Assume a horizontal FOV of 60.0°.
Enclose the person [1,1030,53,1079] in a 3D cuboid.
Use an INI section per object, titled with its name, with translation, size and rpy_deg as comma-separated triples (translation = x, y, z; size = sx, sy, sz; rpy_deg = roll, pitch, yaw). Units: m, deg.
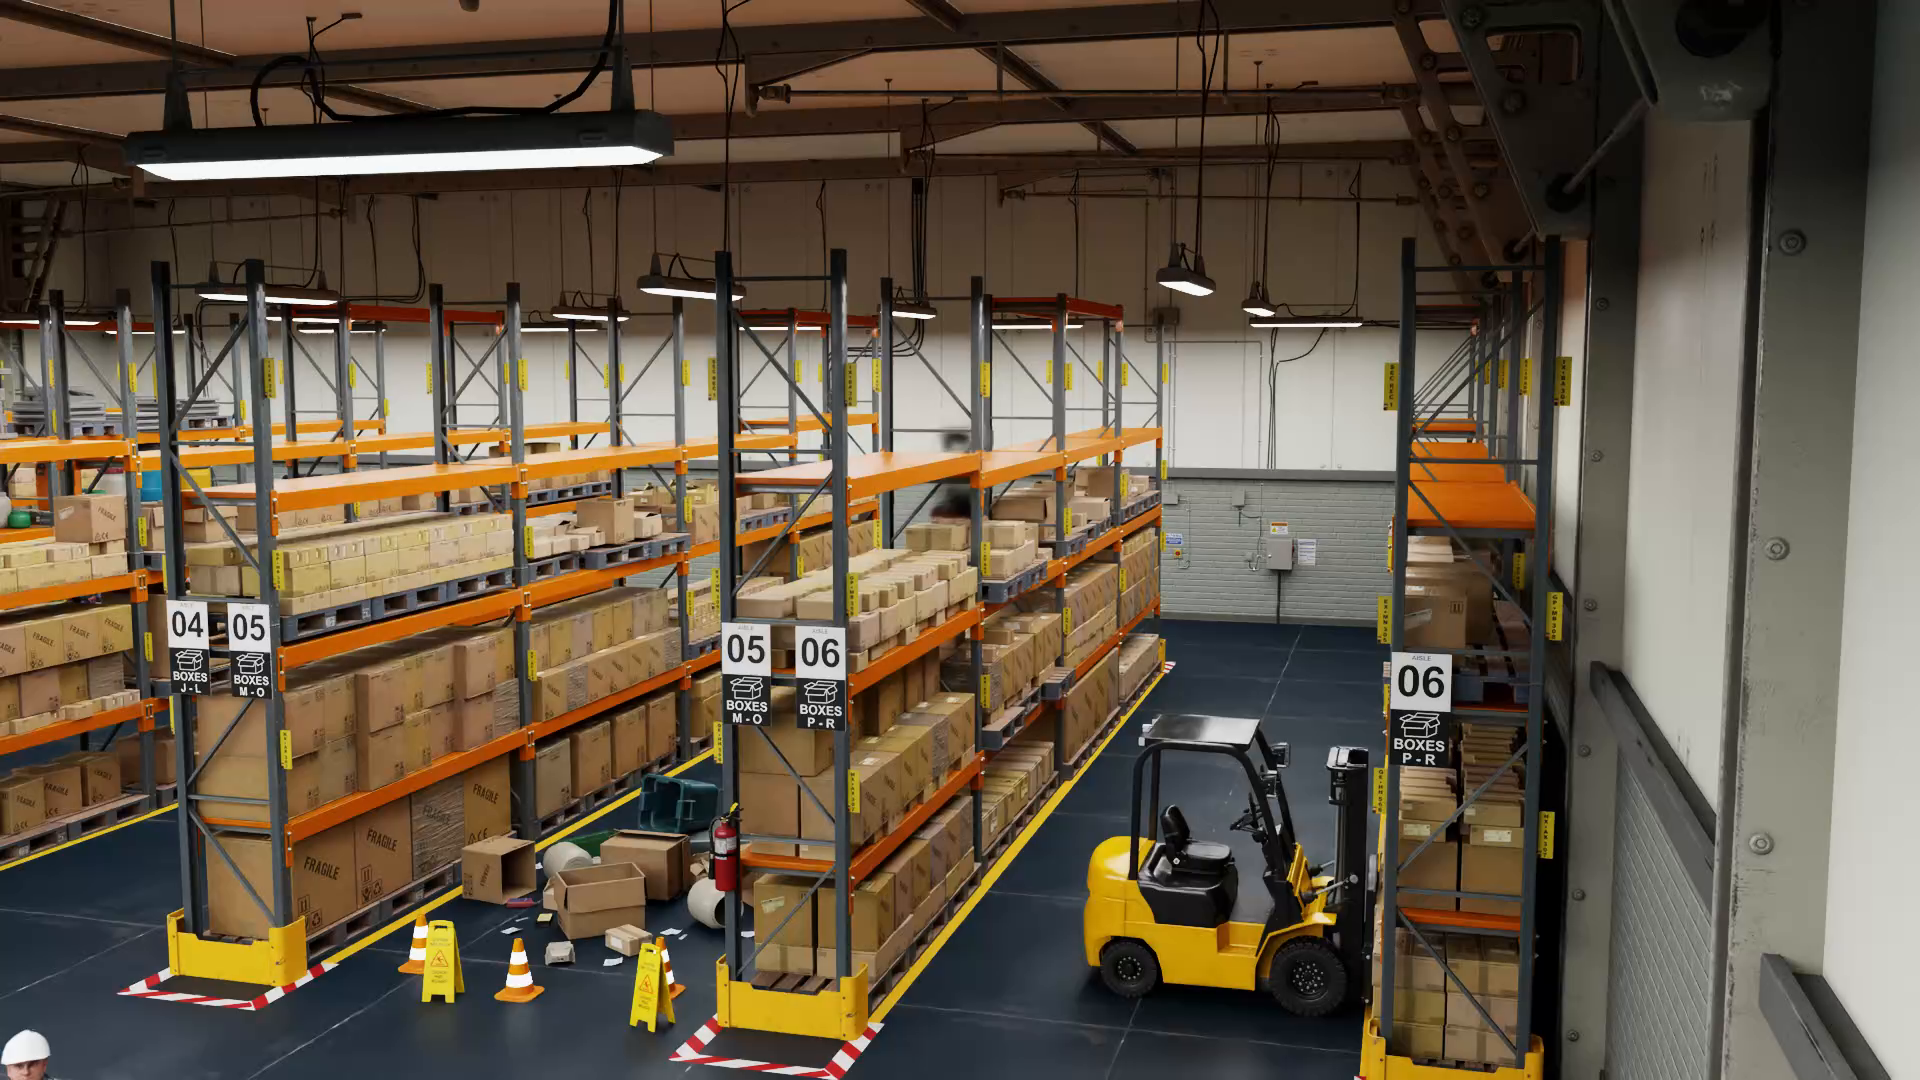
[person]
translation = -4.721, 3.398, 8.459
size = 0.625, 1.834, 0.766
rpy_deg = -4, 7, -32
